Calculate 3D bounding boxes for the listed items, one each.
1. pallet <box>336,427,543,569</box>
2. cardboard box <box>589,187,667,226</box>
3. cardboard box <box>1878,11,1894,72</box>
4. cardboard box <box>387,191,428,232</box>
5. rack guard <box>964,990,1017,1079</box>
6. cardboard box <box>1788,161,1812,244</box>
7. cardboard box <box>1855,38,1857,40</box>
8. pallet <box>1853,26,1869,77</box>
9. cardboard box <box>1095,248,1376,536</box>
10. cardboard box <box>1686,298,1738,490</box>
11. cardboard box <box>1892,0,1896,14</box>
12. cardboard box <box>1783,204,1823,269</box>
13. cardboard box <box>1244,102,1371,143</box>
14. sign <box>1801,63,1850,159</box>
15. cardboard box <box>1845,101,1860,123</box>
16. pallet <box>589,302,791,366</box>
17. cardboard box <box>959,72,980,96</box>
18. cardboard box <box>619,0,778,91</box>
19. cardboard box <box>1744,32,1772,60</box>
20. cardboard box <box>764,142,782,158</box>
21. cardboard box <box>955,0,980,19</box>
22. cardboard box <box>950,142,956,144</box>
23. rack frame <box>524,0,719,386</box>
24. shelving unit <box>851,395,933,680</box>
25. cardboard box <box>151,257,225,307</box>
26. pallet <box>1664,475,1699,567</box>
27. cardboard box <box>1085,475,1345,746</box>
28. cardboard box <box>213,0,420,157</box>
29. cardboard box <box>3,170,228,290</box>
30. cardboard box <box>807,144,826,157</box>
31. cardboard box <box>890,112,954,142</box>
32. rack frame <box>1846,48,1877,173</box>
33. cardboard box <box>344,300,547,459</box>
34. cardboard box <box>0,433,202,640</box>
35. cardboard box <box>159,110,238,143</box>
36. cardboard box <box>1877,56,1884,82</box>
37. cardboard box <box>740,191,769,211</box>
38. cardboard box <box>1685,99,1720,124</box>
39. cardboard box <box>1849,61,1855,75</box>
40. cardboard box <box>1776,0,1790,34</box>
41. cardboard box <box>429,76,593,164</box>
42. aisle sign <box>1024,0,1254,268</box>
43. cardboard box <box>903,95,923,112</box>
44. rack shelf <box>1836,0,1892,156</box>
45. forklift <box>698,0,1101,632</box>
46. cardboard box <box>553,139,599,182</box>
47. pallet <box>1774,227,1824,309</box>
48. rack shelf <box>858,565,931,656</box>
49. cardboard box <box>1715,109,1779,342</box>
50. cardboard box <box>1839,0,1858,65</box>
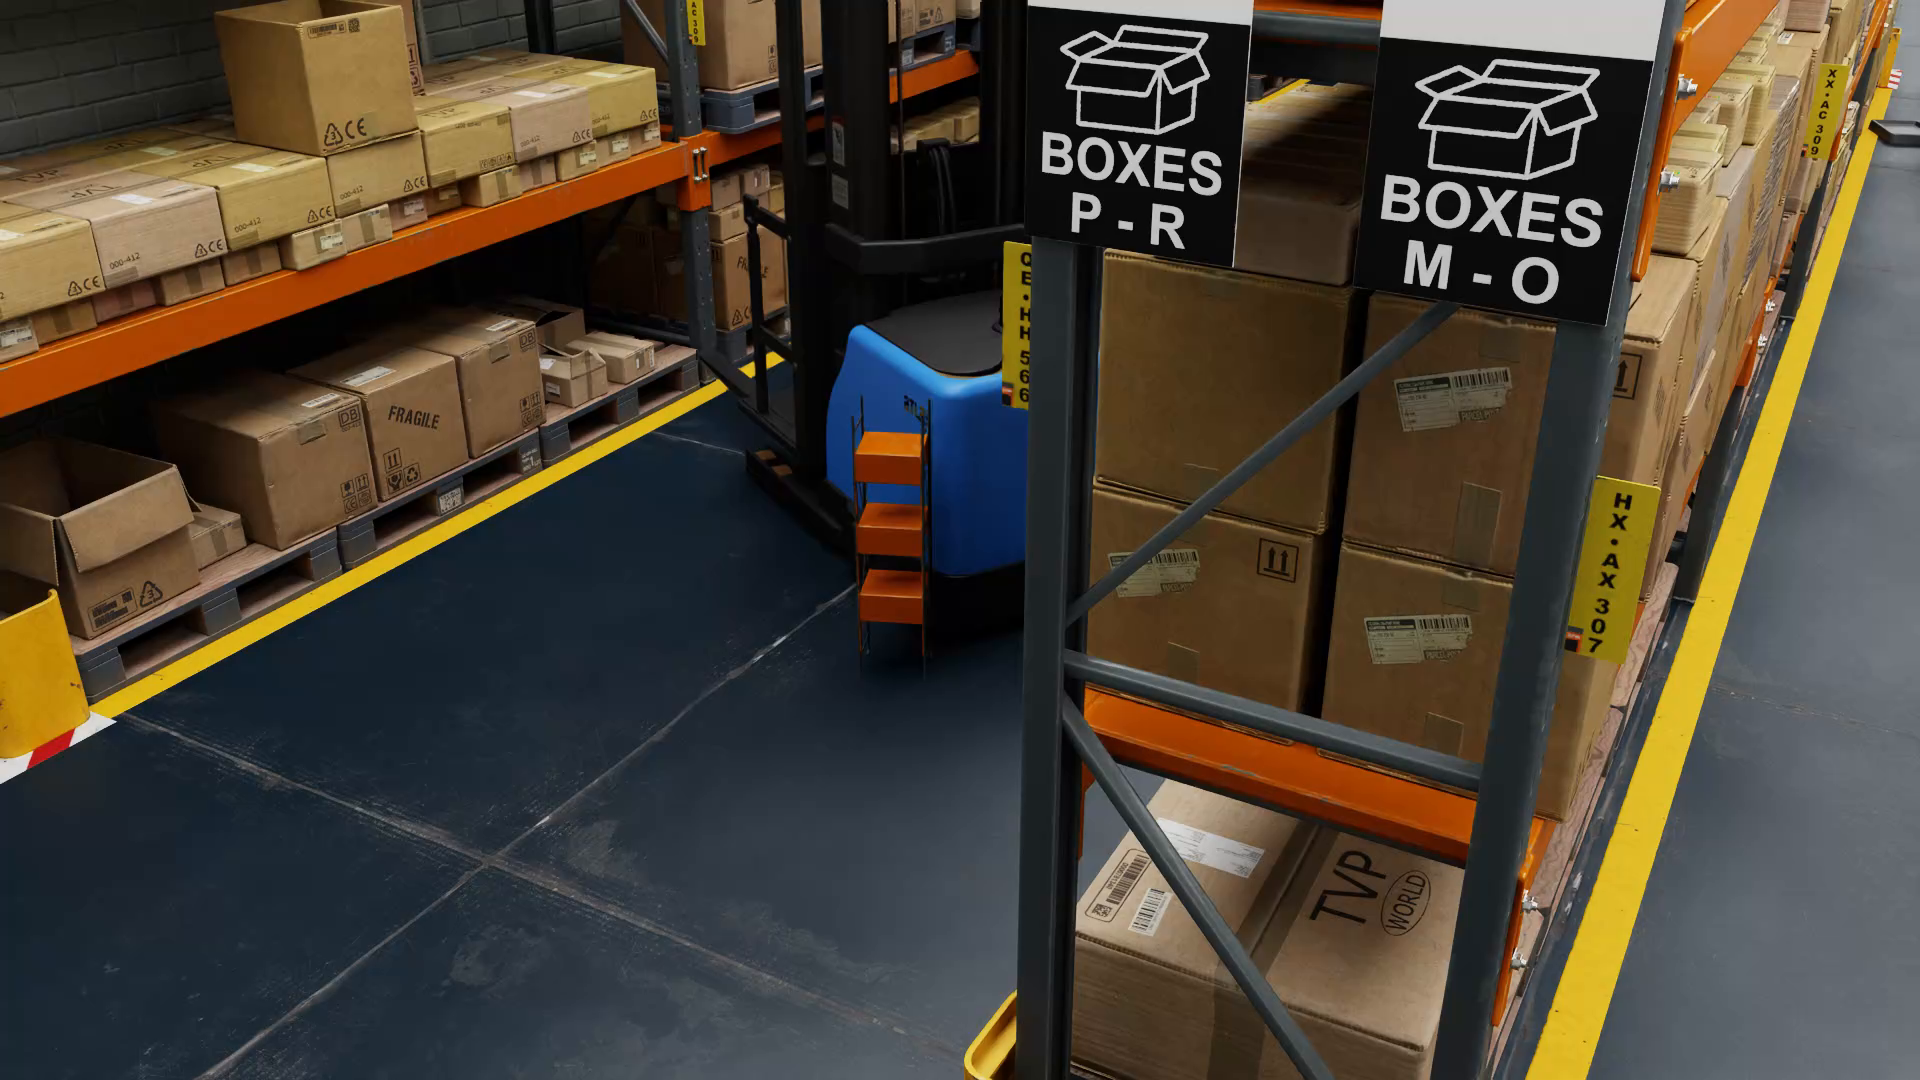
[{"bbox_3d":[-2.702,-0.308,7.630,1.003,0.211,1.213,14,30,26],"label":"pallet"},{"bbox_3d":[-1.834,-1.867,9.227,0.380,0.149,0.250,13,29,24],"label":"cardboard box"},{"bbox_3d":[7.530,-4.203,14.060,0.500,0.500,0.500,16,31,29],"label":"cardboard box"},{"bbox_3d":[-2.476,-1.410,6.997,0.380,0.149,0.250,14,30,26],"label":"cardboard box"},{"bbox_3d":[0.580,1.478,3.740,1.175,0.500,0.348,14,30,26],"label":"rack guard"},{"bbox_3d":[3.259,-1.457,6.976,0.500,0.250,0.500,13,30,25],"label":"cardboard box"},{"bbox_3d":[4.261,-2.478,8.459,0.500,0.250,0.500,13,30,25],"label":"cardboard box"},{"bbox_3d":[4.785,-2.983,10.072,1.213,0.211,1.003,14,30,26],"label":"pallet"},{"bbox_3d":[0.621,-0.382,3.433,0.500,0.500,0.500,15,30,28],"label":"cardboard box"},{"bbox_3d":[1.800,-0.414,4.615,0.500,0.500,0.500,15,30,28],"label":"cardboard box"},{"bbox_3d":[7.515,-4.422,13.773,0.380,0.149,0.250,16,31,29],"label":"cardboard box"},{"bbox_3d":[4.814,-1.998,10.357,0.950,0.372,0.625,12,29,23],"label":"cardboard box"},{"bbox_3d":[0.751,-0.839,3.621,0.380,0.149,0.250,14,30,26],"label":"cardboard box"},{"bbox_3d":[3.043,-1.509,5.858,0.100,0.325,0.005,14,30,26],"label":"sign"},{"bbox_3d":[6.239,-3.134,12.626,0.950,0.372,0.625,15,30,27],"label":"cardboard box"},{"bbox_3d":[-1.397,-1.378,9.768,1.003,0.211,1.213,14,30,26],"label":"pallet"},{"bbox_3d":[0.522,-3.225,12.525,0.875,0.625,0.625,15,30,28],"label":"cardboard box"},{"bbox_3d":[-1.332,-2.672,8.655,0.700,0.500,0.500,15,30,27],"label":"cardboard box"},{"bbox_3d":[2.001,-1.316,4.574,0.380,0.149,0.250,14,30,25],"label":"cardboard box"},{"bbox_3d":[-1.235,-2.381,10.254,0.380,0.149,0.250,15,30,27],"label":"cardboard box"},{"bbox_3d":[-0.034,-3.497,10.583,0.500,0.250,0.500,13,29,24],"label":"cardboard box"},{"bbox_3d":[-0.328,-2.319,10.856,0.500,0.500,0.500,16,31,28],"label":"cardboard box"},{"bbox_3d":[-1.764,-2.300,8.493,1.000,3.000,0.127,14,30,26],"label":"rack frame"},{"bbox_3d":[-0.241,0.002,6.073,0.252,1.050,0.215,3,27,6],"label":"shelving unit"},{"bbox_3d":[-2.970,-1.001,6.179,0.380,0.149,0.250,15,30,28],"label":"cardboard box"},{"bbox_3d":[2.873,-0.279,7.571,1.003,0.211,1.213,14,30,26],"label":"pallet"},{"bbox_3d":[0.598,0.060,3.668,0.500,0.500,0.500,14,30,26],"label":"cardboard box"},{"bbox_3d":[-2.537,-1.844,6.581,0.500,0.500,0.500,15,30,27],"label":"cardboard box"},{"bbox_3d":[-3.026,-1.121,5.974,0.500,0.250,0.500,15,30,27],"label":"cardboard box"},{"bbox_3d":[-0.768,-2.264,10.020,0.380,0.149,0.250,15,30,28],"label":"cardboard box"},{"bbox_3d":[-0.264,-2.672,10.835,0.380,0.149,0.250,15,30,28],"label":"cardboard box"},{"bbox_3d":[6.495,-4.326,12.541,1.000,3.000,0.127,14,30,26],"label":"rack frame"},{"bbox_3d":[-2.384,-0.758,7.736,0.700,0.500,0.500,13,29,24],"label":"cardboard box"},{"bbox_3d":[-3.349,-0.030,6.279,0.797,0.503,0.637,13,29,24],"label":"cardboard box"},{"bbox_3d":[-2.977,-1.641,7.013,0.500,0.250,0.500,14,30,26],"label":"cardboard box"},{"bbox_3d":[8.037,-4.269,15.029,0.500,0.250,0.500,14,30,26],"label":"cardboard box"},{"bbox_3d":[-1.287,-1.866,9.226,0.380,0.149,0.250,13,30,25],"label":"cardboard box"},{"bbox_3d":[1.499,-0.923,3.790,0.380,0.149,0.250,15,30,27],"label":"cardboard box"},{"bbox_3d":[4.504,-2.446,8.953,0.500,0.250,0.500,13,29,24],"label":"cardboard box"},{"bbox_3d":[2.460,-1.721,5.384,0.380,0.149,0.250,15,30,27],"label":"cardboard box"},{"bbox_3d":[-2.036,-1.915,7.560,0.500,0.250,0.500,14,30,26],"label":"cardboard box"},{"bbox_3d":[0.286,-0.852,2.697,0.394,0.787,0.004,14,30,26],"label":"aisle sign"},{"bbox_3d":[-0.478,-2.987,11.464,0.380,0.149,0.250,15,30,28],"label":"cardboard box"},{"bbox_3d":[5.511,-3.225,11.145,1.077,0.370,4.000,14,30,26],"label":"rack shelf"},{"bbox_3d":[-0.341,-1.580,7.131,1.130,2.935,3.031,-14,30,-26],"label":"forklift"},{"bbox_3d":[-1.917,-1.795,7.765,0.380,0.149,0.250,15,30,27],"label":"cardboard box"},{"bbox_3d":[4.913,-1.824,10.659,1.003,0.211,1.213,14,30,26],"label":"pallet"},{"bbox_3d":[-0.241,0.260,6.202,0.240,0.259,0.215,3,27,6],"label":"rack shelf"},{"bbox_3d":[1.815,-0.865,4.399,0.500,0.500,0.500,14,30,26],"label":"cardboard box"},{"bbox_3d":[3.750,-2.410,7.486,0.500,0.500,0.500,14,30,25],"label":"cardboard box"}]
